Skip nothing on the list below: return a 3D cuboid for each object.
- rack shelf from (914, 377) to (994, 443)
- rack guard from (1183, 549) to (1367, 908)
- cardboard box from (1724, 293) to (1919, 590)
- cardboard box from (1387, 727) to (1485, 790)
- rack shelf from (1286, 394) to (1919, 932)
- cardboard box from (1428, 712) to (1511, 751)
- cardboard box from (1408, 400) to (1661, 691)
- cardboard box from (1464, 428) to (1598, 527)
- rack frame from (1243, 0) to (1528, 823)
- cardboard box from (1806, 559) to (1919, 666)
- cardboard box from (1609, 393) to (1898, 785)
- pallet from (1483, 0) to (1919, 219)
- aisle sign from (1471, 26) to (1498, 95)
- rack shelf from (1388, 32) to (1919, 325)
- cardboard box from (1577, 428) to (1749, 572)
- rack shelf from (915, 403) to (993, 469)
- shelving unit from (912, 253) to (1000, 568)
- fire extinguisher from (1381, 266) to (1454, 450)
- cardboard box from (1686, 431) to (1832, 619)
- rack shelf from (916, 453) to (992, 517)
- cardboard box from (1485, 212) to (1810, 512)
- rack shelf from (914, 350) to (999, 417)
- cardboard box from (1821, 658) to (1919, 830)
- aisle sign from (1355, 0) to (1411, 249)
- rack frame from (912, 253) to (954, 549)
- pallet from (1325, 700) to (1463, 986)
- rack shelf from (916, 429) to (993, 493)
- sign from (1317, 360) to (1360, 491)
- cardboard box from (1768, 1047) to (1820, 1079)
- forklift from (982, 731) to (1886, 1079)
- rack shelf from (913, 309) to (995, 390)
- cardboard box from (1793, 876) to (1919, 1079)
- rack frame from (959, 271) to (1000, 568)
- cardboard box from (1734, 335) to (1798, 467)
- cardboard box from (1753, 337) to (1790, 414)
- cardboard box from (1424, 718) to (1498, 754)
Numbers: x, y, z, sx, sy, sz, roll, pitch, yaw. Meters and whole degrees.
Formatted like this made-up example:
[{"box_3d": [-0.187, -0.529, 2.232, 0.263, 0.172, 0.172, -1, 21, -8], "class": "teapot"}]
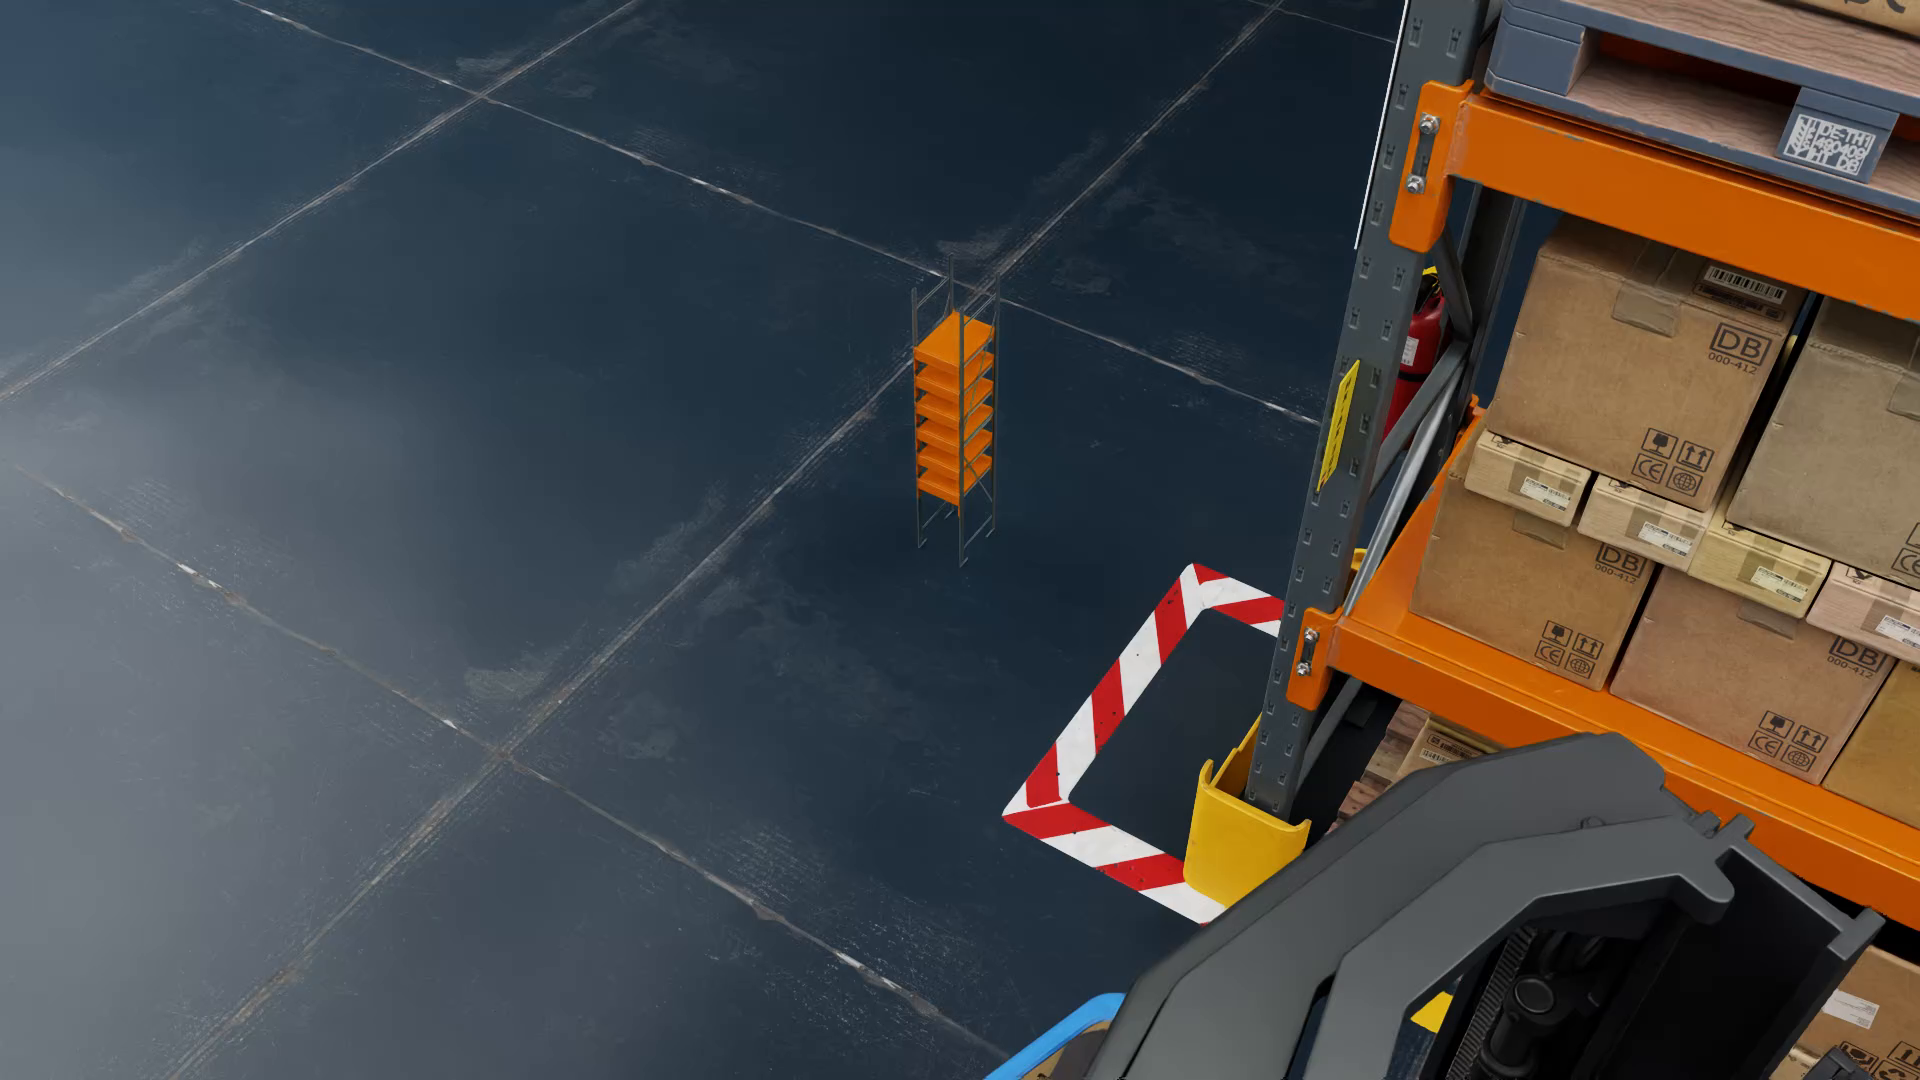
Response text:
[{"box_3d": [-0.012, -0.476, 5.771, 0.180, 0.103, 0.258, 25, 51, 22], "class": "rack shelf"}, {"box_3d": [1.136, 0.604, 5.314, 0.348, 0.500, 1.175, 25, 51, 22], "class": "rack guard"}, {"box_3d": [2.033, -0.335, 3.510, 0.500, 0.500, 0.700, 23, 50, 21], "class": "cardboard box"}, {"box_3d": [1.488, 0.896, 4.912, 0.500, 0.250, 0.500, 25, 51, 22], "class": "cardboard box"}, {"box_3d": [2.840, 0.767, 3.914, 4.000, 0.370, 1.077, 25, 51, 22], "class": "rack shelf"}, {"box_3d": [1.768, 0.321, 4.948, 0.500, 0.500, 0.500, 25, 51, 22], "class": "cardboard box"}, {"box_3d": [1.542, -0.104, 4.190, 0.500, 0.500, 0.700, 25, 51, 22], "class": "cardboard box"}, {"box_3d": [1.370, -0.237, 3.866, 0.250, 0.149, 0.380, 24, 51, 22], "class": "cardboard box"}, {"box_3d": [1.156, -0.258, 4.409, 0.127, 3.000, 1.000, 25, 51, 22], "class": "rack frame"}, {"box_3d": [2.015, 0.060, 3.578, 0.250, 0.149, 0.380, 24, 50, 22], "class": "cardboard box"}, {"box_3d": [1.987, 0.096, 3.995, 0.500, 0.500, 0.700, 26, 51, 23], "class": "cardboard box"}, {"box_3d": [1.738, -0.983, 3.084, 1.213, 0.211, 1.003, 25, 51, 22], "class": "pallet"}, {"box_3d": [1.260, -1.366, 3.674, 0.004, 0.787, 0.394, 25, 51, 22], "class": "aisle sign"}, {"box_3d": [2.840, -0.278, 2.839, 4.000, 0.370, 1.077, 25, 51, 22], "class": "rack shelf"}, {"box_3d": [1.594, -0.136, 3.769, 0.250, 0.149, 0.380, 23, 50, 21], "class": "cardboard box"}, {"box_3d": [-0.012, -0.393, 5.857, 0.180, 0.103, 0.258, 25, 51, 22], "class": "rack shelf"}, {"box_3d": [-0.012, -0.424, 5.825, 0.189, 1.200, 0.258, 25, 51, 22], "class": "shelving unit"}, {"box_3d": [1.308, -0.557, 4.754, 0.183, 0.674, 0.296, 25, 51, 22], "class": "fire extinguisher"}, {"box_3d": [1.803, -0.039, 3.674, 0.250, 0.149, 0.380, 25, 51, 22], "class": "cardboard box"}, {"box_3d": [-0.012, -0.226, 6.029, 0.180, 0.103, 0.258, 25, 51, 22], "class": "rack shelf"}, {"box_3d": [1.587, -0.536, 3.705, 0.500, 0.500, 0.700, 25, 51, 22], "class": "cardboard box"}, {"box_3d": [-0.012, -0.560, 5.685, 0.180, 0.103, 0.258, 25, 51, 22], "class": "rack shelf"}, {"box_3d": [2.402, 0.292, 3.805, 0.500, 0.500, 0.700, 25, 51, 22], "class": "cardboard box"}, {"box_3d": [0.936, -1.004, 3.322, 0.004, 0.787, 0.394, 25, 51, 22], "class": "aisle sign"}, {"box_3d": [-0.089, -0.459, 5.860, 0.006, 1.200, 0.240, 25, 51, 22], "class": "rack frame"}, {"box_3d": [1.823, 0.985, 5.146, 1.213, 0.211, 1.003, 25, 51, 22], "class": "pallet"}, {"box_3d": [-0.012, -0.309, 5.943, 0.180, 0.103, 0.258, 25, 51, 22], "class": "rack shelf"}, {"box_3d": [0.852, -0.254, 3.747, 0.005, 0.325, 0.100, 25, 51, 22], "class": "sign"}, {"box_3d": [2.331, 1.281, 4.538, 0.500, 0.250, 0.500, 25, 51, 22], "class": "cardboard box"}, {"box_3d": [0.893, 1.779, 2.478, 1.130, 2.935, 3.031, -29, 53, -25], "class": "forklift"}, {"box_3d": [-0.012, -0.644, 5.599, 0.180, 0.103, 0.258, 25, 51, 22], "class": "rack shelf"}, {"box_3d": [2.337, 1.013, 4.276, 0.500, 0.500, 0.500, 25, 51, 22], "class": "cardboard box"}, {"box_3d": [0.065, -0.388, 5.791, 0.006, 1.200, 0.240, 25, 51, 22], "class": "rack frame"}, {"box_3d": [2.017, -0.286, 3.915, 0.250, 0.149, 0.380, 24, 50, 22], "class": "cardboard box"}, {"box_3d": [1.802, -0.385, 4.011, 0.250, 0.149, 0.380, 26, 51, 23], "class": "cardboard box"}, {"box_3d": [1.767, 0.583, 5.216, 0.500, 0.250, 0.500, 25, 51, 22], "class": "cardboard box"}]
